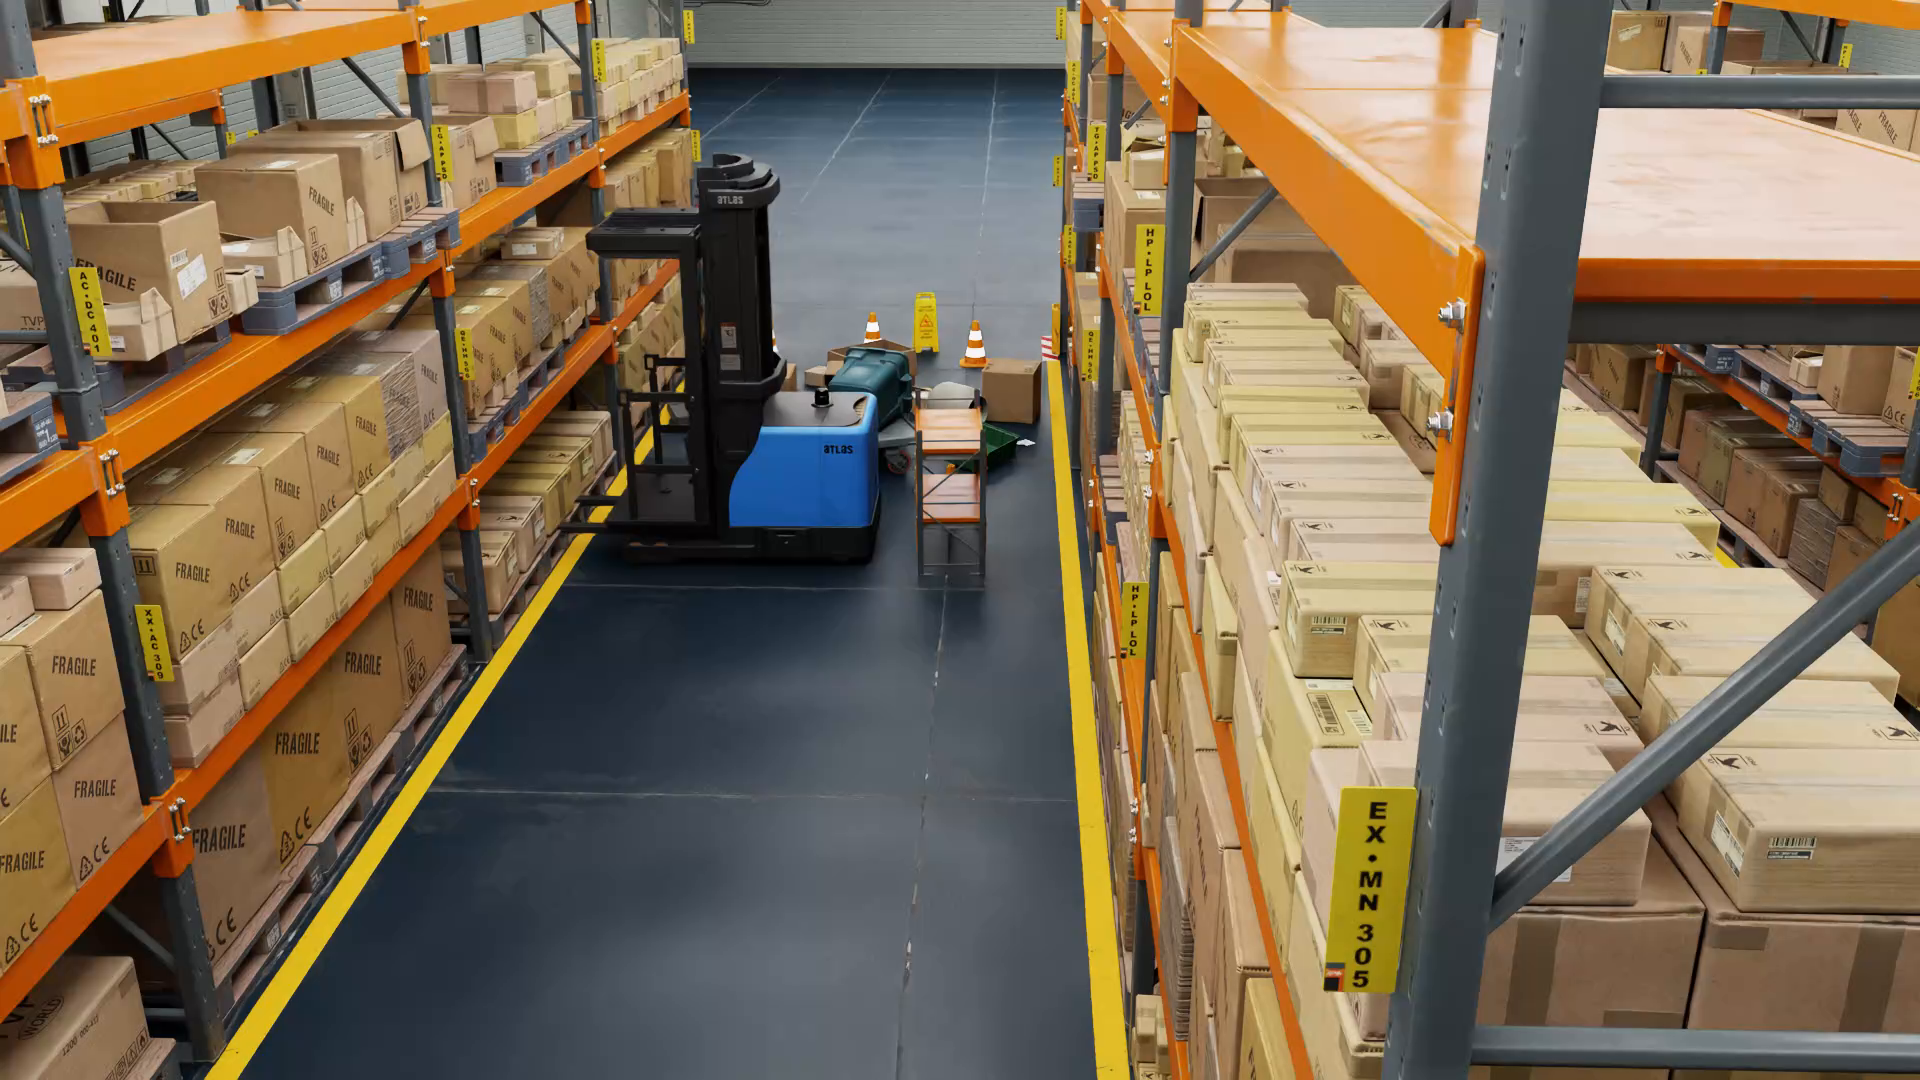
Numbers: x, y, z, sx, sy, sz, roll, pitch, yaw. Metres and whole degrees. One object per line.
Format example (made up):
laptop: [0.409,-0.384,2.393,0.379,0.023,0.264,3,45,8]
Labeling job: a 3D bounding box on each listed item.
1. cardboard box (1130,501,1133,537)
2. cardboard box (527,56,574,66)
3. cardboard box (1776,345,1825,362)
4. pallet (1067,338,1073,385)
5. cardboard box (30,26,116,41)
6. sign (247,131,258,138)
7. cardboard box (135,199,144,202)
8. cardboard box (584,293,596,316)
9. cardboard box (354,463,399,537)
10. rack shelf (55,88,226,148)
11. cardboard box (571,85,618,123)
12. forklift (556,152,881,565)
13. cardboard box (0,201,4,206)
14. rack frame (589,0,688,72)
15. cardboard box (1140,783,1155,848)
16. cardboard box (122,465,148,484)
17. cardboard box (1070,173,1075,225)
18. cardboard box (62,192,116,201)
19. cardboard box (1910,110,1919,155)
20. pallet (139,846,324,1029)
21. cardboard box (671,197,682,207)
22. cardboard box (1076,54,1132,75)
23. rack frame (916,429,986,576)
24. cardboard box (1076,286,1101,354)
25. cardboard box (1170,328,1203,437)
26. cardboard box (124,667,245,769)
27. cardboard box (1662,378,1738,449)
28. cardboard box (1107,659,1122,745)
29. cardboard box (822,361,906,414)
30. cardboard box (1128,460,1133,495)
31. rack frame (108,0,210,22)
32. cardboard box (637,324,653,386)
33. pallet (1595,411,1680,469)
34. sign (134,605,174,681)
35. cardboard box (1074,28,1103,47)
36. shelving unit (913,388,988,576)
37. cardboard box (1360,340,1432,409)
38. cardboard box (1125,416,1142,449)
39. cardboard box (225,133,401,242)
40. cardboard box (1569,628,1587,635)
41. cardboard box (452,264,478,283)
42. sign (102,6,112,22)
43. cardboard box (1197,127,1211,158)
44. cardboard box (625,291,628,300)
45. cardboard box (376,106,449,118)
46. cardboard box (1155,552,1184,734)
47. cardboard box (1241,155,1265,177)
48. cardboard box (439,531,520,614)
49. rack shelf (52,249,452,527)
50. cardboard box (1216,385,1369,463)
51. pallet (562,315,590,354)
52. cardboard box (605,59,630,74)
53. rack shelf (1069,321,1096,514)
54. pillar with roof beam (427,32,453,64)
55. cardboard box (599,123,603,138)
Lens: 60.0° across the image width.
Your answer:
cardboard box: [1.112,-0.118,8.952,0.380,0.149,0.250,1,21,3]
cardboard box: [-3.710,-4.291,15.039,0.380,0.149,0.250,1,21,2]
cardboard box: [6.471,-1.558,12.175,0.797,0.503,0.637,3,21,7]
pallet: [1.653,-1.889,17.607,1.003,0.211,1.213,1,21,2]
cardboard box: [-8.270,-4.496,15.463,0.797,0.503,0.637,1,21,3]
sign: [-4.138,-2.251,9.822,0.100,0.325,0.005,1,21,2]
cardboard box: [-8.156,-3.218,16.140,0.380,0.149,0.250,0,21,1]
cardboard box: [-3.213,-1.941,13.651,0.380,0.149,0.250,1,21,2]
cardboard box: [-3.363,-0.219,8.964,0.500,0.250,0.500,0,21,0]
rack shelf: [-8.374,-3.890,15.757,1.077,0.370,4.000,1,21,2]
cardboard box: [-3.187,-3.674,14.001,0.500,0.250,0.500,0,21,0]
forklift: [-2.161,-1.371,12.510,3.031,2.935,1.130,1,21,1]
cardboard box: [-8.739,-2.988,15.137,0.380,0.149,0.250,0,21,1]
rack frame: [-3.352,-6.294,16.811,1.000,3.000,0.127,1,21,2]
cardboard box: [0.898,1.075,6.458,0.380,0.149,0.250,1,21,4]
cardboard box: [-3.946,-0.023,7.420,0.500,0.500,0.500,1,21,3]
cardboard box: [1.423,-2.940,14.758,0.875,0.550,0.550,1,21,2]
cardboard box: [-8.169,-3.171,15.608,0.380,0.149,0.250,1,21,1]
cardboard box: [6.075,-2.349,9.961,0.500,0.500,0.500,1,21,3]
pallet: [-3.769,1.862,7.939,1.003,0.211,1.213,1,21,2]
cardboard box: [-3.113,-3.302,16.844,0.500,0.500,0.500,1,21,2]
cardboard box: [1.236,-3.923,13.925,0.500,0.250,0.500,0,21,1]
rack frame: [-0.063,-0.266,12.157,0.500,1.125,0.032,-1,22,-2]
cardboard box: [1.178,-1.710,13.151,0.500,0.500,0.500,1,21,2]
cardboard box: [0.979,-0.531,5.620,0.500,0.250,0.500,1,21,3]
cardboard box: [-3.440,0.755,7.143,0.500,0.250,0.500,0,21,0]
cardboard box: [6.484,-1.117,14.635,0.500,0.500,0.500,0,21,0]
cardboard box: [1.035,0.830,8.581,0.500,0.250,0.500,0,21,-1]
cardboard box: [-0.895,-1.396,15.742,0.797,0.637,0.503,1,21,2]
cardboard box: [1.122,-0.346,9.129,0.380,0.149,0.250,1,21,2]
rack frame: [-8.313,-6.347,16.948,1.000,3.000,0.127,1,21,2]
cardboard box: [-3.181,-1.719,15.495,0.500,0.500,0.500,1,21,4]
pallet: [6.417,-0.885,15.019,1.003,0.211,1.213,1,21,2]
sign: [-3.162,0.407,6.528,0.100,0.325,0.005,1,21,2]
cardboard box: [1.200,-4.431,14.681,0.380,0.149,0.250,1,21,2]
shelving unit: [-0.080,-0.456,12.628,0.538,1.125,1.048,-1,22,-2]
cardboard box: [1.408,-0.494,4.973,0.380,0.149,0.250,1,21,4]
cardboard box: [1.130,-0.592,9.353,0.380,0.149,0.250,1,21,1]
cardboard box: [-3.435,-1.886,8.876,0.700,0.500,0.500,0,21,-1]
cardboard box: [1.428,0.217,3.693,0.500,0.250,0.500,1,21,2]
cardboard box: [-3.823,-1.720,12.186,0.500,0.500,0.500,0,21,-1]
sign: [-8.868,-5.402,17.339,0.100,0.325,0.005,1,21,2]
cardboard box: [1.597,-2.445,10.442,0.500,0.311,0.500,1,21,2]
cardboard box: [-3.210,-2.233,14.984,0.380,0.149,0.250,1,21,1]
cardboard box: [-3.900,-3.003,12.101,0.500,0.250,0.500,0,21,1]
cardboard box: [0.977,0.368,6.001,0.500,0.500,0.500,1,21,3]
cardboard box: [1.584,-1.774,8.112,0.396,0.266,0.258,1,21,2]
cardboard box: [-3.568,0.220,11.366,0.950,0.372,0.625,-1,21,-2]
rack shelf: [-3.656,-0.945,8.165,1.077,0.370,4.000,1,21,2]
cardboard box: [0.895,-0.311,4.502,0.380,0.149,0.250,2,21,4]
pallet: [-3.642,-1.687,13.495,1.003,0.211,1.213,1,21,2]
cardboard box: [-3.150,-4.189,14.777,0.380,0.149,0.250,0,21,0]
rack shelf: [1.416,-0.975,12.389,1.077,0.370,4.000,1,21,2]
pillar with roof beam: [-4.567,-10.397,27.385,9.100,9.000,0.400,1,21,2]
cardboard box: [-3.216,-3.444,13.958,0.380,0.149,0.250,0,21,1]
